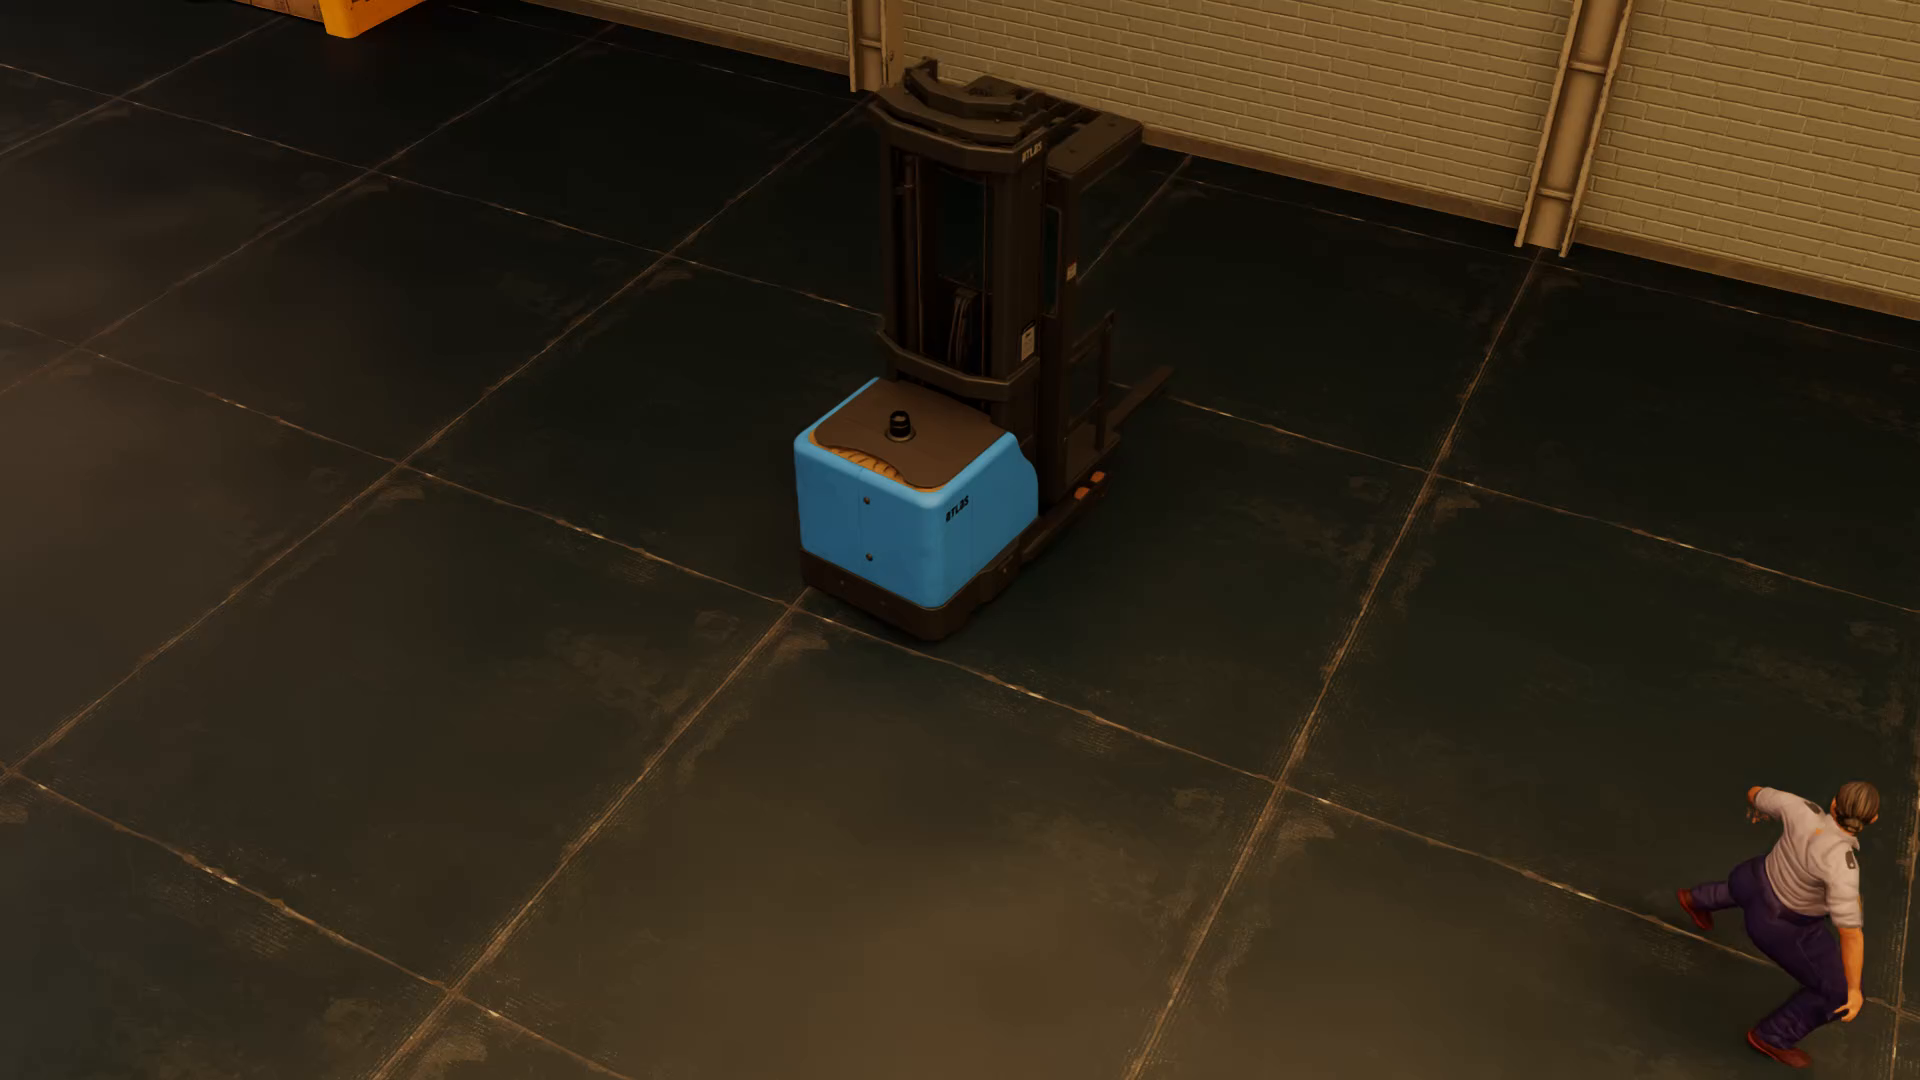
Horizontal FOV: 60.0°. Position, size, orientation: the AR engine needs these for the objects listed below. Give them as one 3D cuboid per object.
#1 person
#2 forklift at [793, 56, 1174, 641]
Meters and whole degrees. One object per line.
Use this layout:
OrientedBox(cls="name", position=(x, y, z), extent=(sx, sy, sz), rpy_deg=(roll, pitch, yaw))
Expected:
OrientedBox(cls="person", position=(3.646, 1.599, 7.228), extent=(0.488, 1.531, 1.021), rpy_deg=(-1, 40, -1))
OrientedBox(cls="forklift", position=(0.312, -1.455, 9.715), extent=(1.130, 2.935, 3.031), rpy_deg=(25, 46, 26))
